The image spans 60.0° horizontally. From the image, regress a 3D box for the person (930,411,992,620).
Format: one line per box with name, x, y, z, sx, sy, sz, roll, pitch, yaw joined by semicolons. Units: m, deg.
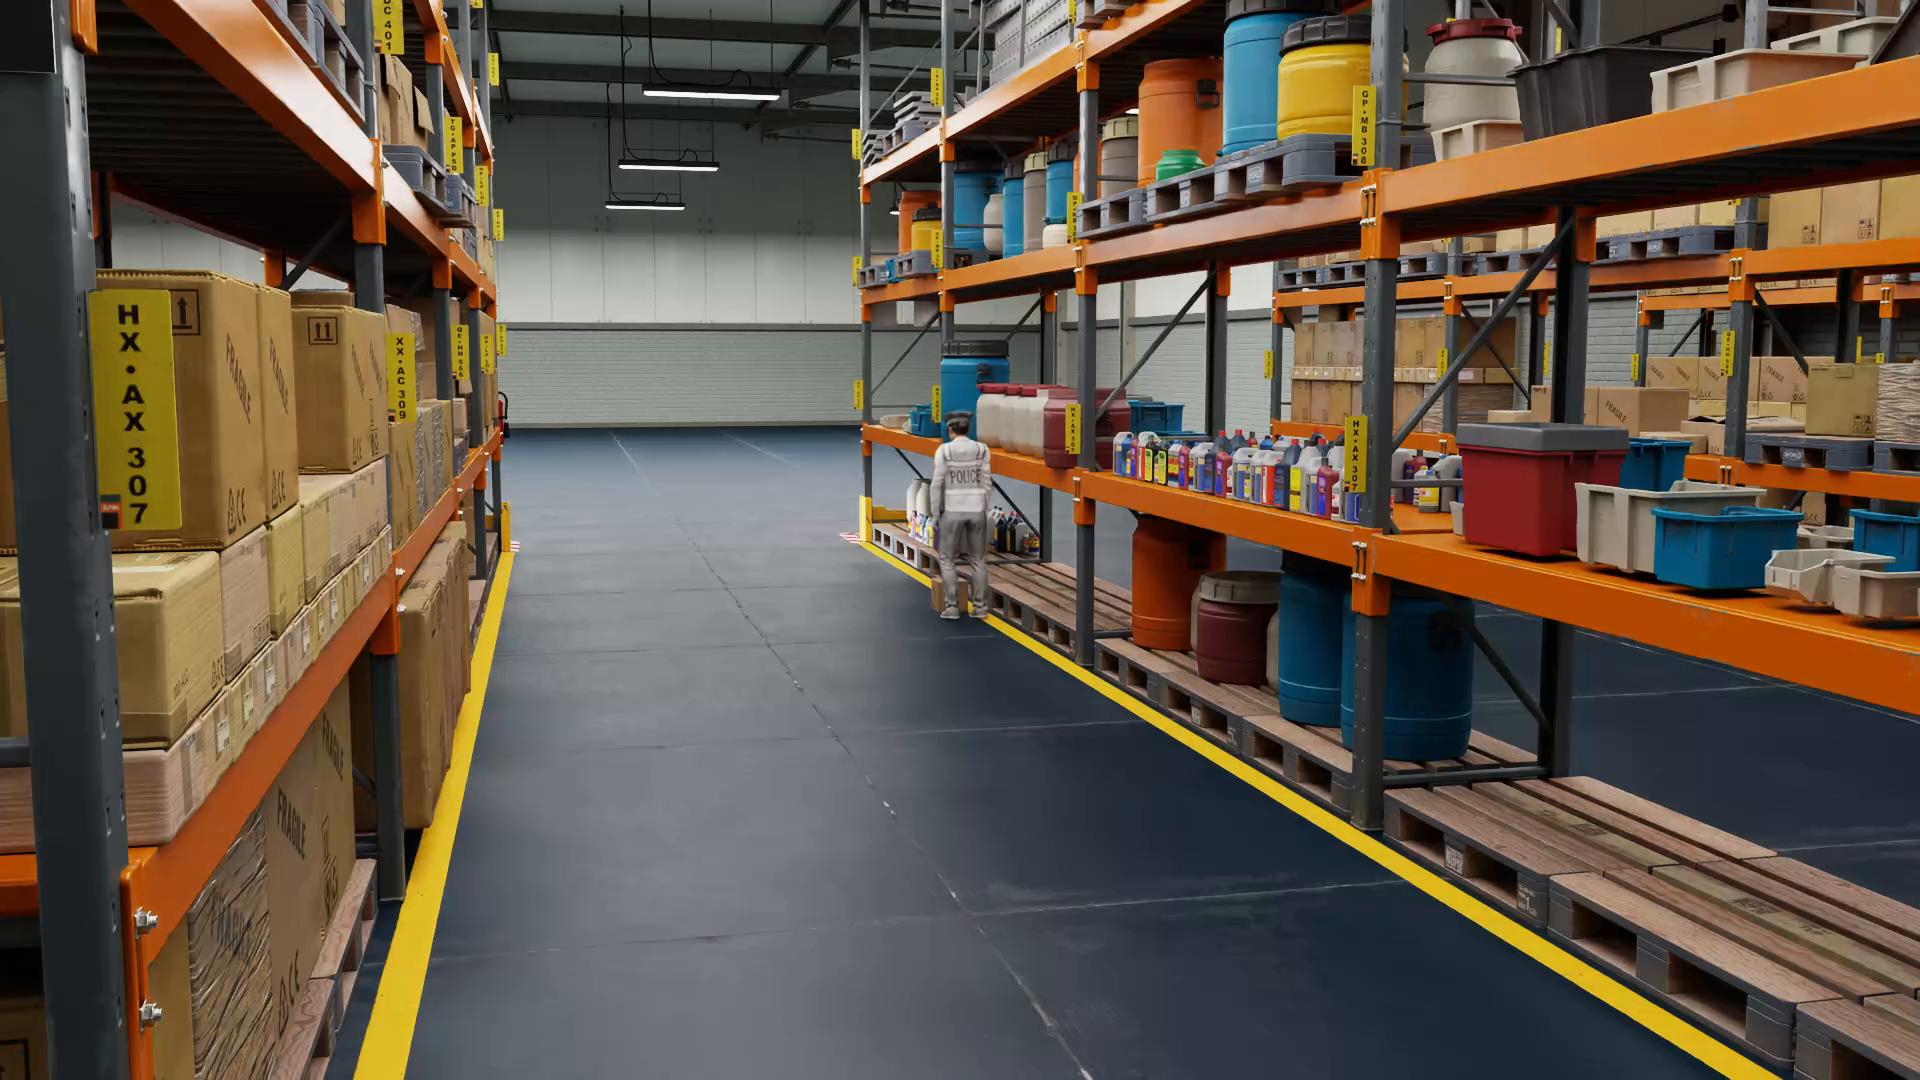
person;0.003;-0.188;13.059;0.492;1.642;0.412;-1;6;-12
